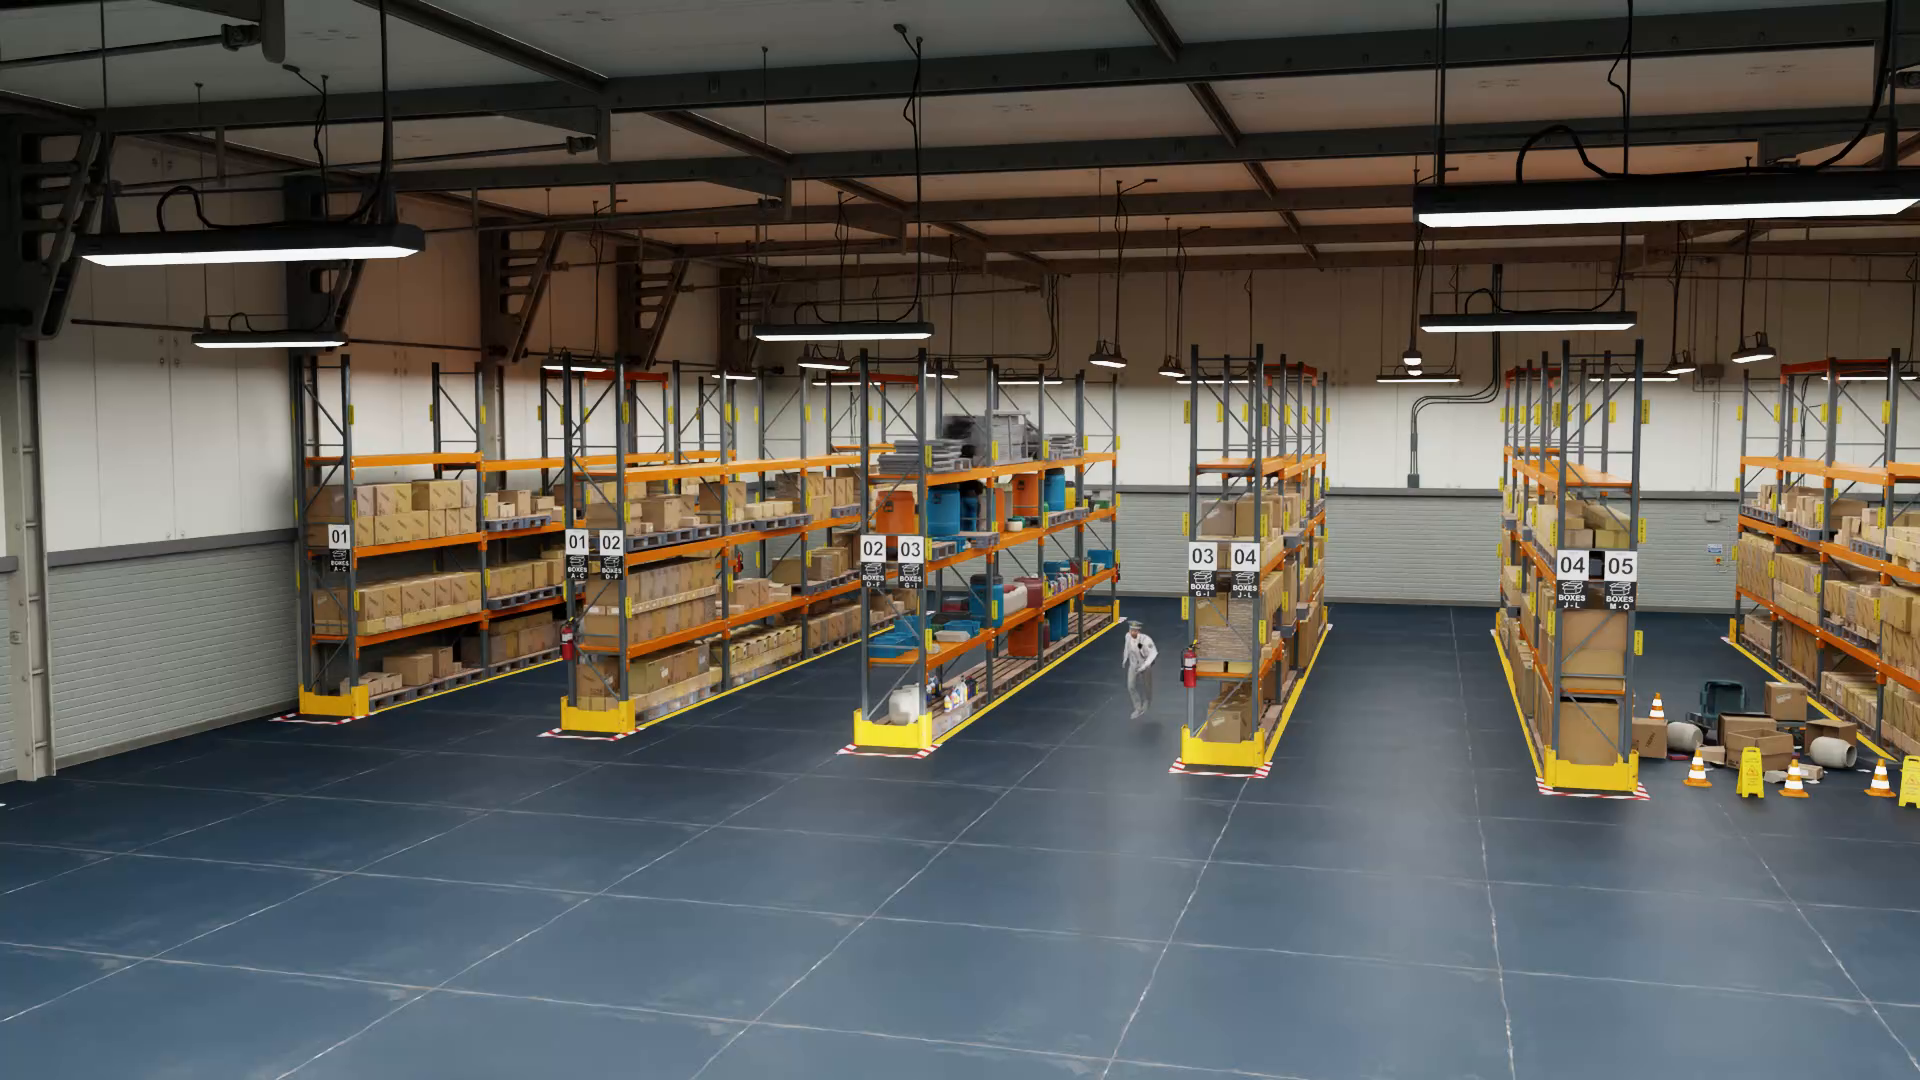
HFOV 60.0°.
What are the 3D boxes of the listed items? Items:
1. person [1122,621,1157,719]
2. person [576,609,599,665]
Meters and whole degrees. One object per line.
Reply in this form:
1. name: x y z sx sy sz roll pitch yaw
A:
1. person: 2.881 1.994 26.253 0.610 1.519 0.936 2 5 27
2. person: -6.724 1.985 30.101 0.611 1.604 0.952 0 4 1
